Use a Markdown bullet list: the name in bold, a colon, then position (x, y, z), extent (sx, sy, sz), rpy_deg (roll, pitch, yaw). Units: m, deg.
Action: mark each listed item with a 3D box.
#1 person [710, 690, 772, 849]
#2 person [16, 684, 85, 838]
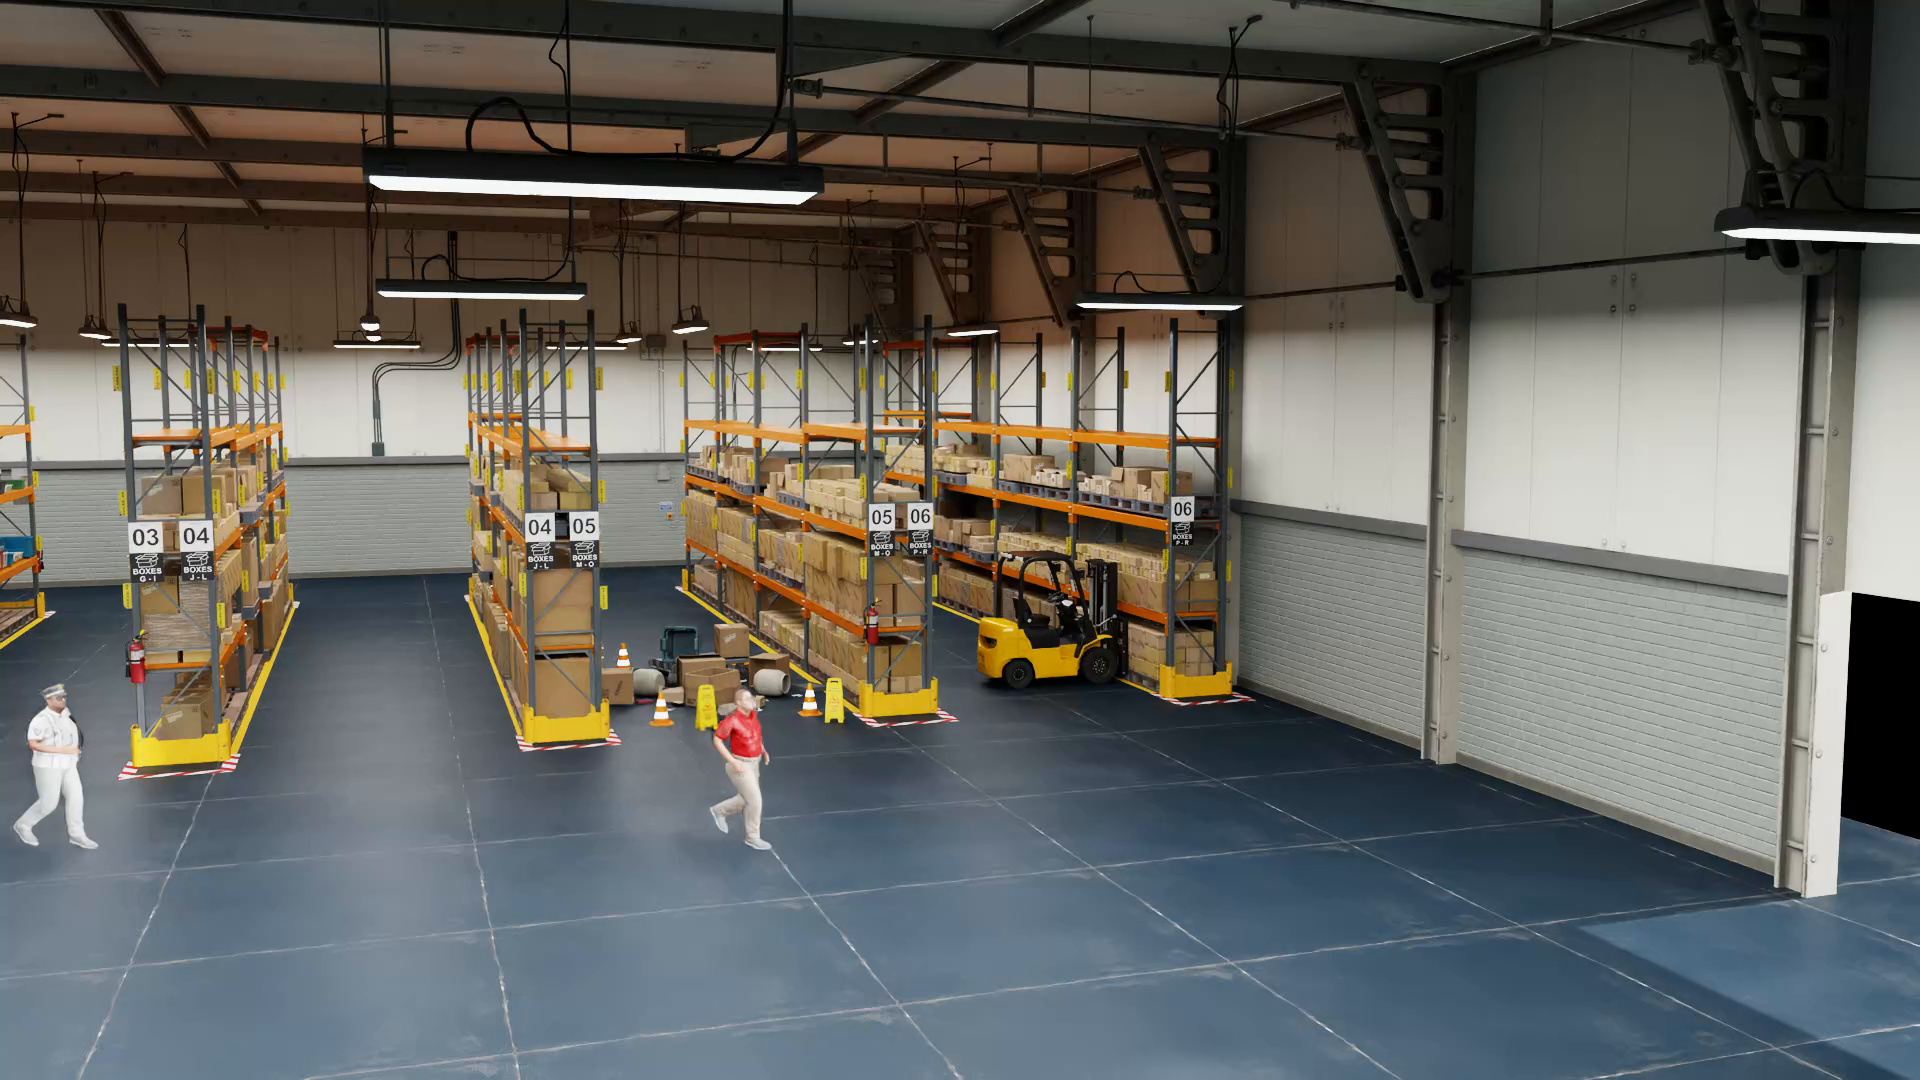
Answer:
- **person**: position (-2.395, 2.462, 18.018), extent (0.816, 1.715, 0.680), rpy_deg (2, 6, 22)
- **person**: position (-9.783, 2.369, 17.873), extent (0.677, 1.685, 0.465), rpy_deg (1, 5, 10)
